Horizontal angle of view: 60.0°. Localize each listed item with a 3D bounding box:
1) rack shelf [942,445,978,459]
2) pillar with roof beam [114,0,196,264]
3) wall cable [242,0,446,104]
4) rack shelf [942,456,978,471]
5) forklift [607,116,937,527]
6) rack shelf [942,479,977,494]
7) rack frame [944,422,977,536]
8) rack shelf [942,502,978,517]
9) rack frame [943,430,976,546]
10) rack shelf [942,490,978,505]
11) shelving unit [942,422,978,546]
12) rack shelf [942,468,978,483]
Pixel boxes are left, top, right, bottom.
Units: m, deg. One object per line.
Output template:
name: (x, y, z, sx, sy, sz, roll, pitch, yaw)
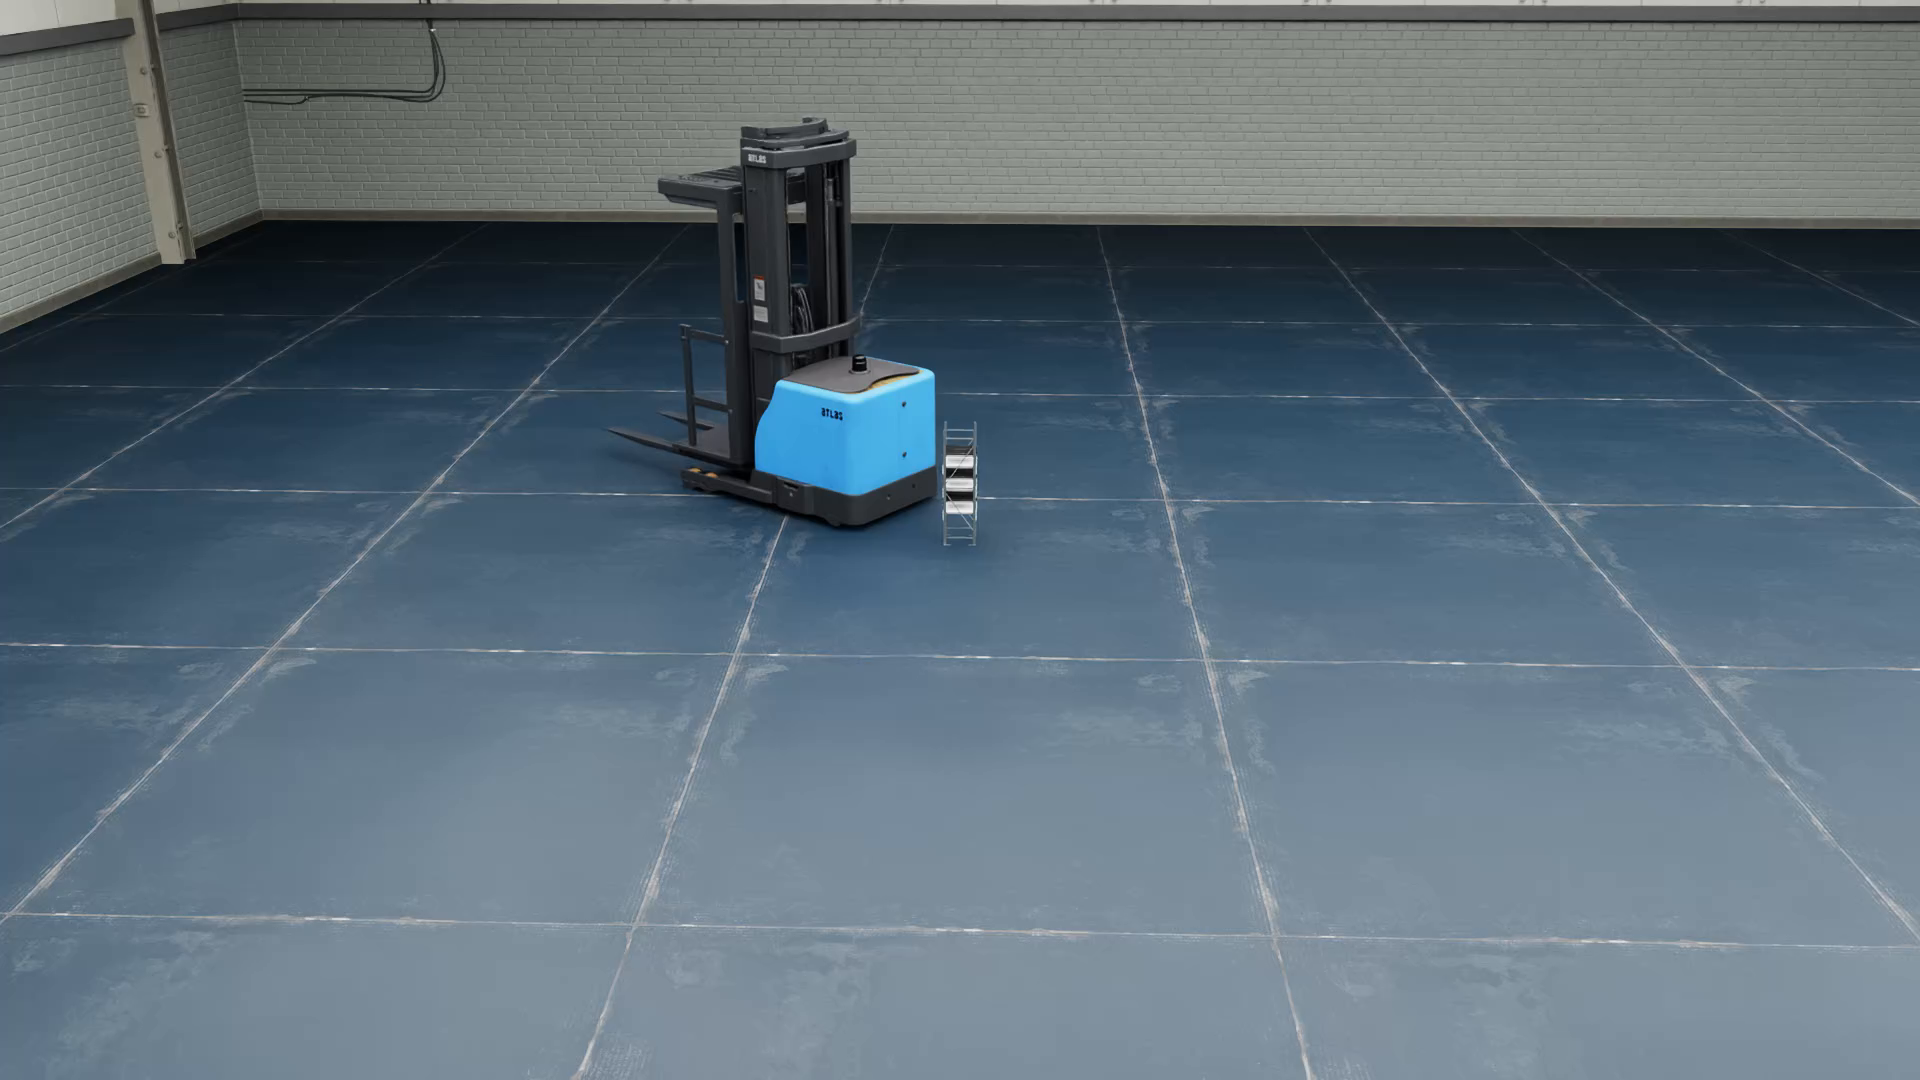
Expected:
rack shelf: (0.000, -0.637, 12.273, 0.258, 0.077, 0.200, 1, 21, 2)
pillar with roof beam: (-6.084, -7.858, 20.340, 9.100, 9.000, 0.400, 1, 21, 2)
wall cable: (-8.975, -7.508, 23.732, 3.097, 2.526, 0.112, 1, 21, 2)
rack shelf: (0.000, -0.553, 12.306, 0.258, 0.077, 0.200, 1, 21, 2)
forklift: (-1.656, -1.880, 13.322, 3.031, 2.935, 1.130, 16, 26, 35)
rack shelf: (0.000, -0.386, 12.371, 0.258, 0.077, 0.200, 1, 21, 2)
rack frame: (0.003, -0.453, 12.453, 0.240, 0.900, 0.006, 1, 21, 2)
rack shelf: (0.000, -0.218, 12.436, 0.258, 0.077, 0.200, 1, 21, 2)
rack frame: (-0.003, -0.380, 12.264, 0.240, 0.900, 0.006, 1, 21, 2)
rack shelf: (0.000, -0.302, 12.403, 0.258, 0.077, 0.200, 1, 21, 2)
shelving unit: (0.000, -0.417, 12.359, 0.258, 0.900, 0.210, 1, 21, 2)
rack shelf: (0.000, -0.469, 12.338, 0.258, 0.077, 0.200, 1, 21, 2)
